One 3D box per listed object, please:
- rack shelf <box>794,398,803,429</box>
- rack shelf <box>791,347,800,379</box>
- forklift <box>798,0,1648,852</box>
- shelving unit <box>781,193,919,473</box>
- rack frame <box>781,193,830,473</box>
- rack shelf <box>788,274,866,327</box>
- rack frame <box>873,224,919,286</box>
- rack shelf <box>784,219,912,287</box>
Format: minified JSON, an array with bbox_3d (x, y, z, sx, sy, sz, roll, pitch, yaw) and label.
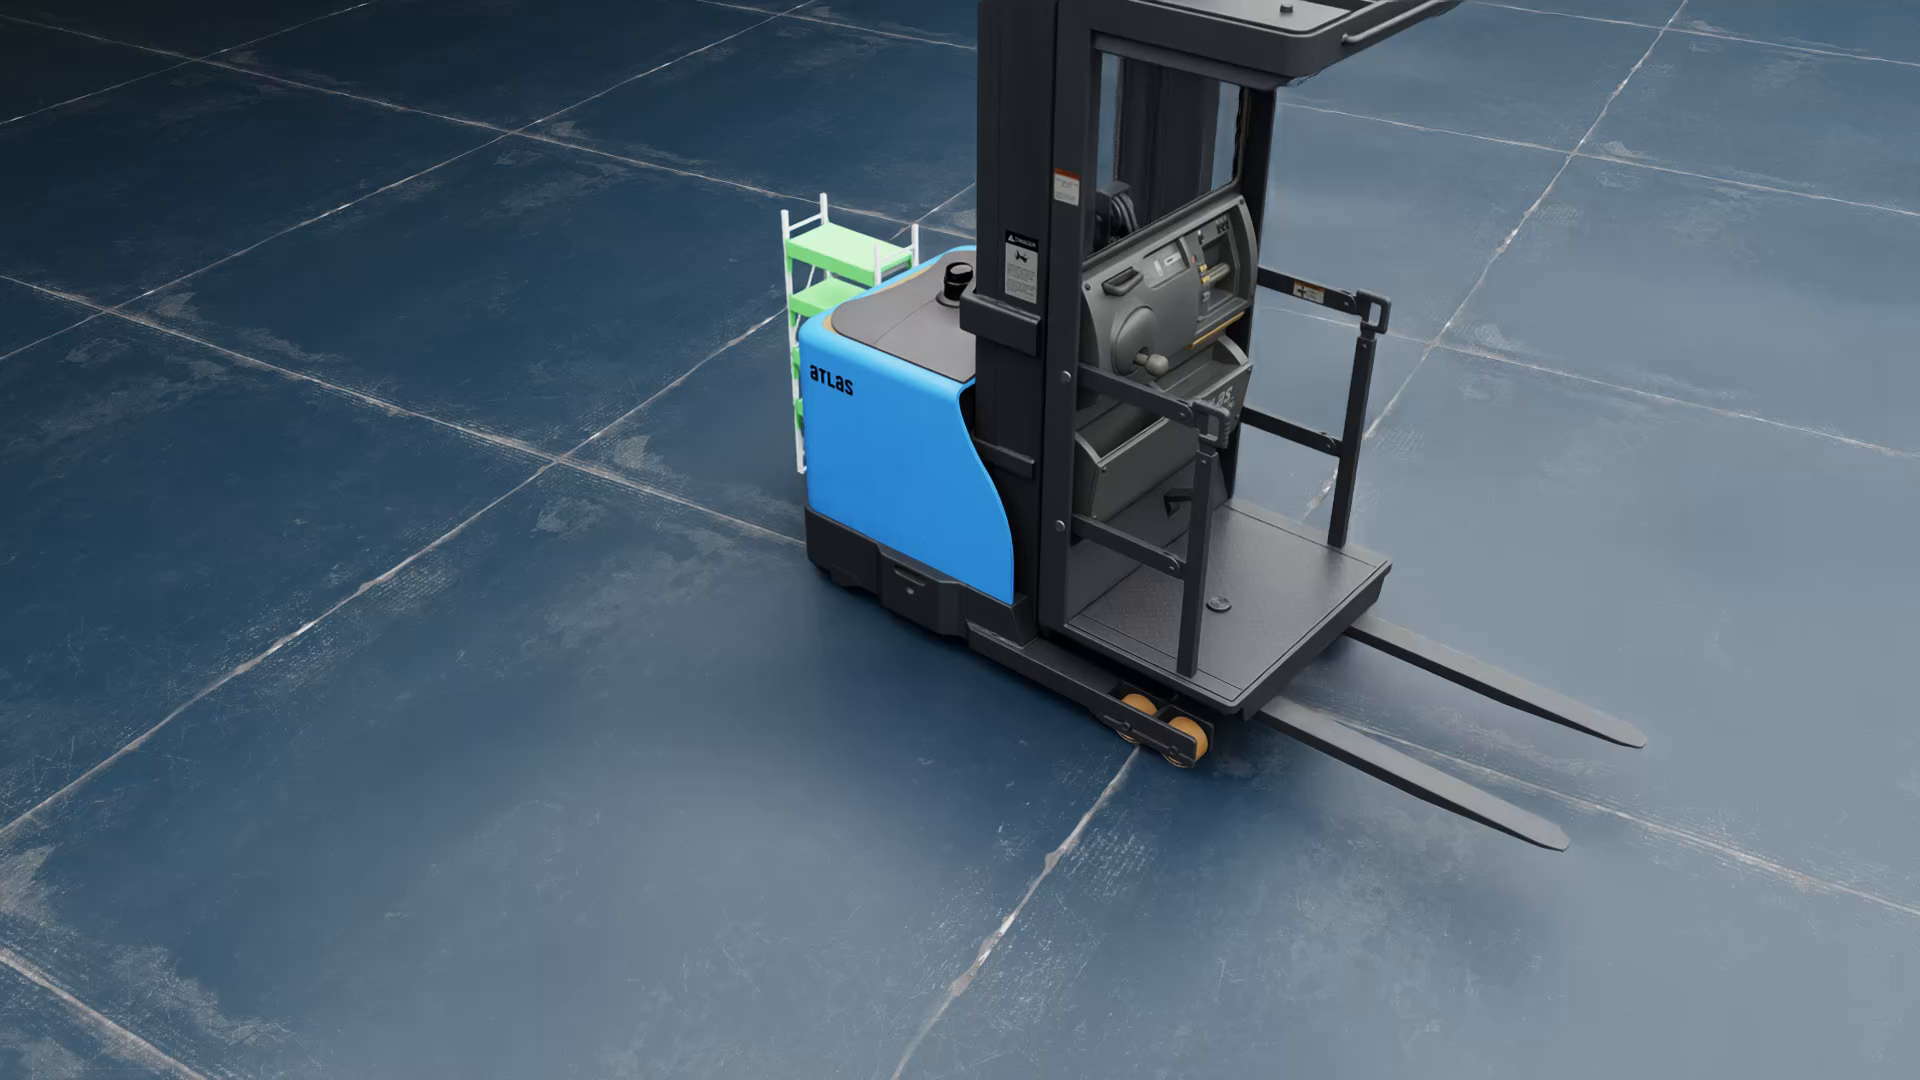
[{"bbox_3d":[-0.431,-0.500,6.967,0.480,0.148,0.258,25,41,32],"label":"rack shelf"},{"bbox_3d":[-0.431,-0.700,6.834,0.480,0.148,0.258,25,41,32],"label":"rack shelf"},{"bbox_3d":[0.854,-0.788,5.289,3.031,2.935,1.130,25,41,32],"label":"forklift"},{"bbox_3d":[-0.431,-0.753,6.799,0.503,1.200,0.258,25,41,32],"label":"shelving unit"},{"bbox_3d":[-0.618,-0.840,6.929,0.015,1.200,0.240,25,41,32],"label":"rack frame"},{"bbox_3d":[-0.431,-0.900,6.701,0.480,0.148,0.258,25,41,32],"label":"rack shelf"},{"bbox_3d":[-0.244,-0.667,6.669,0.015,1.200,0.240,25,41,32],"label":"rack frame"},{"bbox_3d":[-0.431,-1.100,6.568,0.480,0.148,0.258,25,41,32],"label":"rack shelf"}]
